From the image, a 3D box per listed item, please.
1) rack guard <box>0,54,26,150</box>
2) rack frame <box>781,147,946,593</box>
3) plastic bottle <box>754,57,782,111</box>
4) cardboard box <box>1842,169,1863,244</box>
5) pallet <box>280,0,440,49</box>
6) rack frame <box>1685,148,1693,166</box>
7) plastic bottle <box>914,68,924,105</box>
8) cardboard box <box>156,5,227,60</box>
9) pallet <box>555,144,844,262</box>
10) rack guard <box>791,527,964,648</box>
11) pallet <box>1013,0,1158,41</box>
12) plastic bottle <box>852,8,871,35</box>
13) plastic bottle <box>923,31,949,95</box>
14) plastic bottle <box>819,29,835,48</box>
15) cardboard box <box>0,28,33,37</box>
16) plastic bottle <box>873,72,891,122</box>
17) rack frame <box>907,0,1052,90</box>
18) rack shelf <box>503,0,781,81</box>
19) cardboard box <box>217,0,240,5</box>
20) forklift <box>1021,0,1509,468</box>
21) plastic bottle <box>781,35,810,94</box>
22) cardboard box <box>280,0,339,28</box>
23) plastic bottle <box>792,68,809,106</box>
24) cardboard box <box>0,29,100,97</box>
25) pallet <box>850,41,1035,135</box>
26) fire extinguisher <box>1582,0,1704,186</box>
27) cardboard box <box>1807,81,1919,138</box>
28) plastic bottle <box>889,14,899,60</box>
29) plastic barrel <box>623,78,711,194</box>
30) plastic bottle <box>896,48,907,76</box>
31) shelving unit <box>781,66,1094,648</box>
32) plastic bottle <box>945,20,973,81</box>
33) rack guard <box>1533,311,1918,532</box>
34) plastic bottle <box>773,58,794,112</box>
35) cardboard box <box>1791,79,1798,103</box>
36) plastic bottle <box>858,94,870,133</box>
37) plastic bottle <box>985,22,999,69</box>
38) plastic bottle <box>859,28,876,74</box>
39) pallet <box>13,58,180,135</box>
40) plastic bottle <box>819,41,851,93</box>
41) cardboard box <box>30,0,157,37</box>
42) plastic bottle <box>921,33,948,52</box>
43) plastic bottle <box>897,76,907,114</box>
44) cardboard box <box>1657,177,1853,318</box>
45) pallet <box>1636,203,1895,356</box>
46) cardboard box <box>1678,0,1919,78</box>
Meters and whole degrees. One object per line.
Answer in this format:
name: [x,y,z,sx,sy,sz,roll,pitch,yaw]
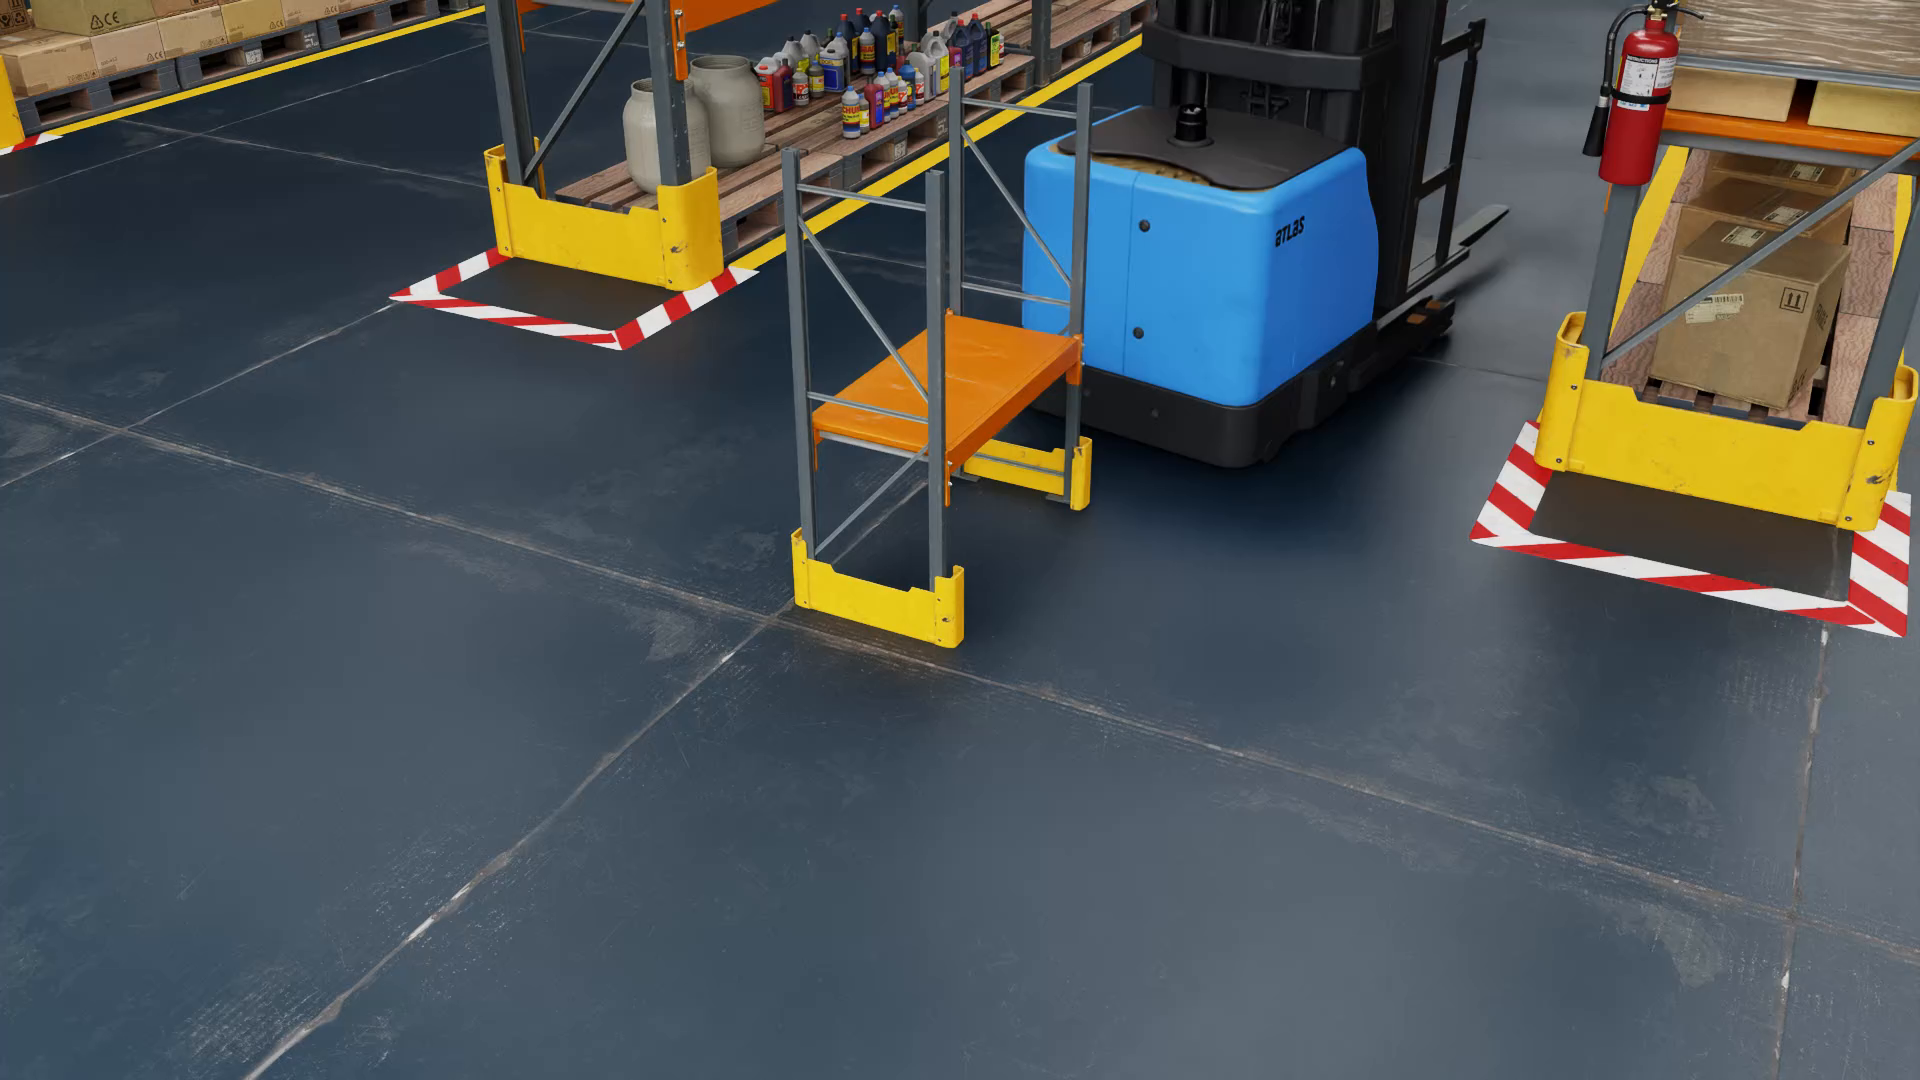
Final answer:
rack guard: [-6.122,-2.648,9.859,1.175,0.500,0.348,14,33,23]
rack frame: [-0.270,-0.387,4.918,0.500,1.500,0.032,14,33,23]
plastic bottle: [-1.117,-2.646,9.639,0.152,0.276,0.135,15,33,24]
cardboard box: [3.843,-1.648,7.696,0.500,0.500,0.500,11,32,19]
pallet: [-4.688,-3.964,12.440,1.003,0.211,1.213,14,33,23]
rack frame: [4.528,-3.267,8.427,1.000,3.000,0.127,14,33,23]
plastic bottle: [-0.259,-2.659,9.736,0.097,0.201,0.097,0,30,0]
cardboard box: [-5.216,-3.364,10.935,0.500,0.250,0.500,14,33,23]
pallet: [-1.335,-1.811,8.692,1.003,0.211,1.213,14,33,23]
rack guard: [-0.262,0.146,5.244,0.587,0.250,0.087,14,33,23]
pallet: [0.997,-4.081,12.645,1.003,0.211,1.213,14,33,23]
plastic bottle: [-0.618,-3.169,10.474,0.144,0.351,0.185,15,33,25]
plastic bottle: [-0.152,-2.853,9.925,0.144,0.351,0.185,14,33,23]
plastic bottle: [-0.816,-2.992,10.234,0.061,0.283,0.133,16,33,25]
cardboard box: [-6.130,-3.037,10.366,0.500,0.250,0.500,14,33,23]
plastic bottle: [-0.444,-2.510,9.406,0.097,0.271,0.097,0,30,0]
rack frame: [0.119,-4.390,10.383,1.000,3.000,0.127,14,33,23]
rack shelf: [-0.792,-3.192,9.019,1.077,0.370,4.000,14,33,23]
cardboard box: [-4.983,-3.909,11.132,0.500,0.500,0.500,14,33,23]
forklift: [1.511,-2.209,6.653,1.130,2.935,3.031,21,36,31]
plastic bottle: [-0.982,-2.814,9.857,0.144,0.351,0.185,16,33,25]
cardboard box: [-4.757,-3.806,11.705,0.500,0.250,0.500,14,33,23]
plastic bottle: [-0.935,-2.655,9.730,0.097,0.201,0.097,0,30,0]
cardboard box: [-5.669,-2.920,10.161,0.500,0.250,0.500,14,33,23]
pallet: [-0.224,-2.893,10.576,1.003,0.211,1.213,14,33,23]
fire extinguisher: [2.244,-1.514,5.452,0.296,0.674,0.183,14,33,23]
cardboard box: [3.048,-1.457,5.527,0.380,0.149,0.250,14,33,23]
plastic bottle: [-0.444,-3.188,10.575,0.061,0.283,0.133,14,33,23]
plastic barrel: [-1.471,-2.030,8.349,0.421,0.512,0.421,0,30,0]
plastic bottle: [-0.325,-2.777,9.860,0.061,0.283,0.133,14,33,23]
shelving unit: [-0.035,-0.617,5.318,0.587,1.500,1.083,14,33,23]
plastic bottle: [-0.005,-2.997,10.174,0.144,0.351,0.185,13,32,21]
rack guard: [2.741,-0.443,6.020,1.175,0.500,0.348,14,33,23]
plastic bottle: [-1.022,-2.625,9.595,0.061,0.283,0.133,14,33,23]
cardboard box: [2.767,-1.669,5.896,0.380,0.149,0.250,14,33,23]
plastic bottle: [-0.553,-2.373,9.239,0.097,0.201,0.097,0,30,0]
plastic bottle: [0.194,-3.115,10.449,0.061,0.283,0.133,16,34,26]
plastic bottle: [-0.577,-3.043,10.334,0.097,0.271,0.097,0,30,0]
pallet: [-5.800,-2.882,10.556,1.003,0.211,1.213,14,33,23]
plastic bottle: [-0.754,-2.842,9.980,0.152,0.276,0.135,14,33,23]
cardboard box: [-5.442,-3.467,10.361,0.500,0.500,0.500,14,33,23]
plastic bottle: [-0.148,-2.987,10.232,0.152,0.276,0.135,14,33,23]
plastic bottle: [-0.353,-2.568,9.578,0.097,0.201,0.097,0,30,0]
cardboard box: [3.247,-1.138,6.807,0.500,0.500,0.500,24,38,36]
pallet: [3.699,-1.209,7.643,1.003,0.211,1.213,14,33,23]
cardboard box: [2.981,-1.904,5.654,0.875,0.500,0.500,14,33,23]
